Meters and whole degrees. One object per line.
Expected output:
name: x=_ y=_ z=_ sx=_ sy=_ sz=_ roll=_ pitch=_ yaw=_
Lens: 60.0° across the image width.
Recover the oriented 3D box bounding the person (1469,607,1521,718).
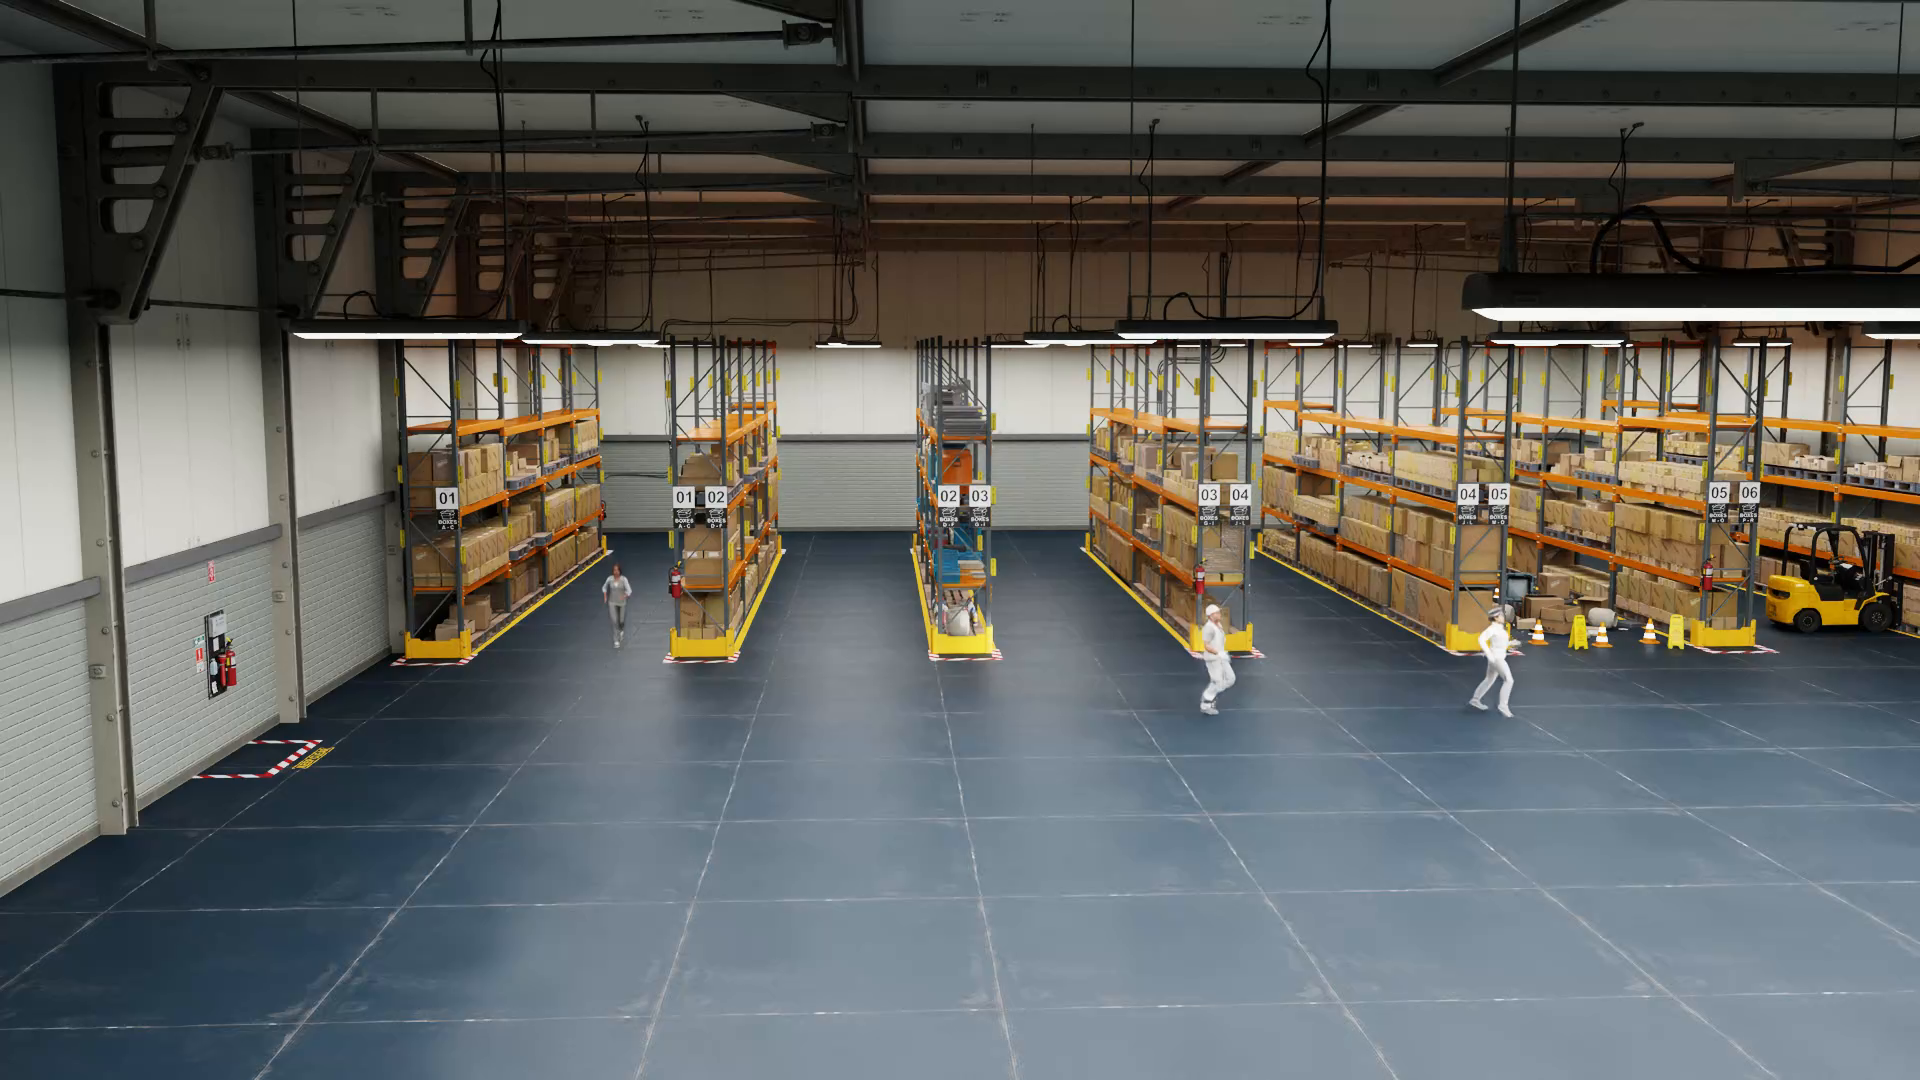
person: x=8.435 y=1.914 z=26.200 sx=0.748 sy=1.752 sz=0.578 roll=2 pitch=7 yaw=21

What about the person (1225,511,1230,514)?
person: x=7.748 y=-0.629 z=48.834 sx=0.776 sy=1.637 sz=0.694 roll=-1 pitch=7 yaw=-11

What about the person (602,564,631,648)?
person: x=-6.667 y=1.259 z=32.331 sx=0.559 sy=1.586 sz=0.855 roll=-1 pitch=7 yaw=-10

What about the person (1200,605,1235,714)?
person: x=4.065 y=1.880 z=26.235 sx=0.530 sy=1.742 sz=0.670 roll=3 pitch=7 yaw=28
